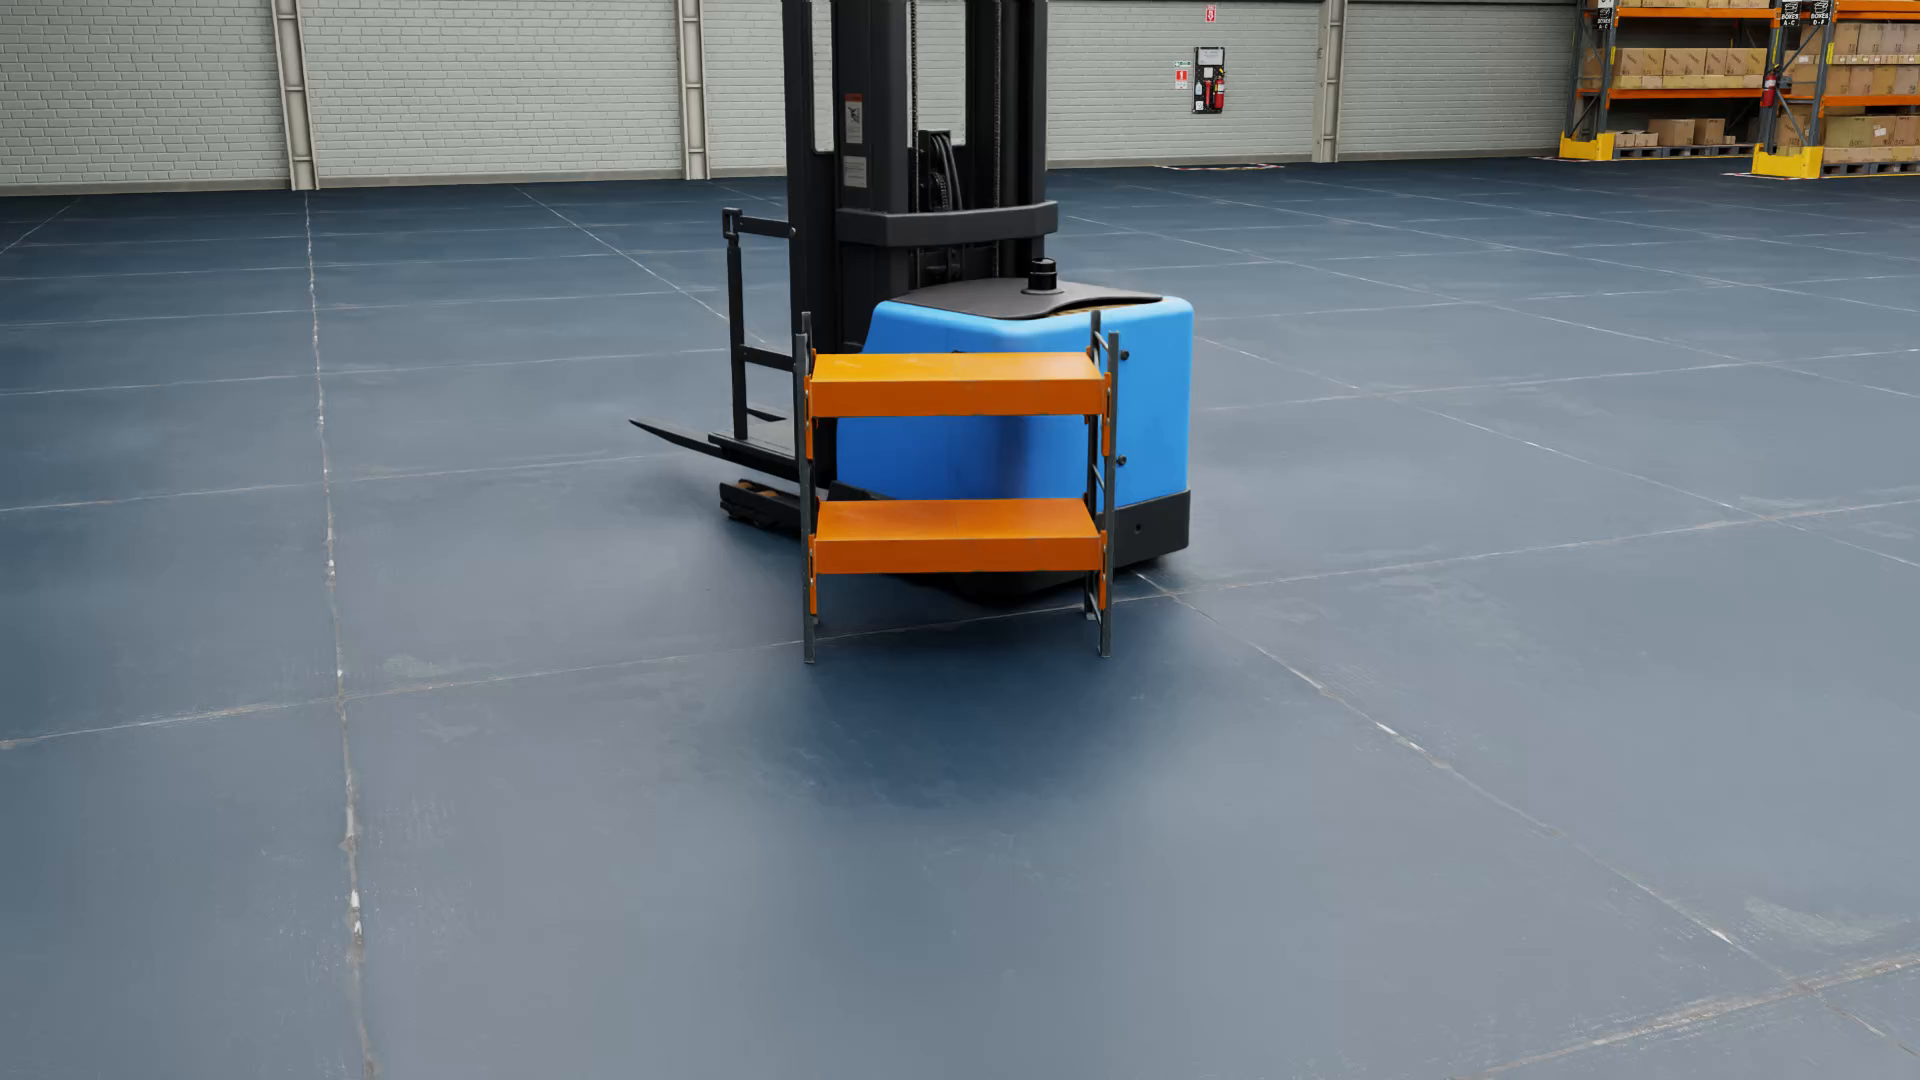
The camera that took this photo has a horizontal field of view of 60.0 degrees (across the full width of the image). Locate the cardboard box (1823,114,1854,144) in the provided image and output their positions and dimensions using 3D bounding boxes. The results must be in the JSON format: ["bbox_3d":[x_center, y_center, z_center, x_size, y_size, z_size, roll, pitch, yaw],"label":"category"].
[{"bbox_3d":[15.237,-7.062,28.626,0.500,0.500,0.500,-6,17,-20],"label":"cardboard box"}]

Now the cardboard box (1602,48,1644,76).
[{"bbox_3d":[12.691,-9.152,31.840,0.500,0.500,0.500,-6,17,-20],"label":"cardboard box"}]

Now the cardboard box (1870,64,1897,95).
[{"bbox_3d":[15.309,-7.777,28.080,0.500,0.500,0.700,-6,17,-20],"label":"cardboard box"}]

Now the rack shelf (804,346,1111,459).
[{"bbox_3d":[-0.018,-0.477,5.686,1.000,0.278,0.538,-1,16,-3],"label":"rack shelf"}]

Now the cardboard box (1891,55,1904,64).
[{"bbox_3d":[15.559,-8.055,27.876,0.250,0.149,0.380,-6,18,-21],"label":"cardboard box"}]

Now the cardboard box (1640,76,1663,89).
[{"bbox_3d":[13.187,-8.845,32.125,0.500,0.250,0.500,-7,18,-22],"label":"cardboard box"}]

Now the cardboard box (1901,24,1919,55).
[{"bbox_3d":[15.831,-8.458,28.097,0.500,0.500,0.700,-6,17,-20],"label":"cardboard box"}]

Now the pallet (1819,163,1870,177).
[{"bbox_3d":[14.613,-6.333,28.289,1.213,0.211,1.003,-6,17,-20],"label":"pallet"}]

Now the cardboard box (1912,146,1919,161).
[{"bbox_3d":[16.362,-6.662,28.595,0.500,0.250,0.500,-6,17,-20],"label":"cardboard box"}]

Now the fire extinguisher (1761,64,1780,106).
[{"bbox_3d":[13.637,-7.656,27.982,0.183,0.674,0.296,-6,17,-20],"label":"fire extinguisher"}]

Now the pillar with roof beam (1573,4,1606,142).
[{"bbox_3d":[14.022,-10.930,28.346,0.400,9.000,9.100,-6,17,-20],"label":"pillar with roof beam"}]

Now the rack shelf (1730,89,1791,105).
[{"bbox_3d":[17.740,-9.145,34.194,4.000,0.370,1.077,-6,17,-20],"label":"rack shelf"}]

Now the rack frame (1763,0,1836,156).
[{"bbox_3d":[13.914,-7.583,27.596,0.127,3.000,1.000,-6,17,-20],"label":"rack frame"}]

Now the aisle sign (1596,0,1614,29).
[{"bbox_3d":[12.178,-10.047,31.373,0.004,0.787,0.394,-6,17,-20],"label":"aisle sign"}]

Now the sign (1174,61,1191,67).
[{"bbox_3d":[4.012,-8.581,29.990,0.331,0.109,0.001,-6,17,-20],"label":"sign"}]

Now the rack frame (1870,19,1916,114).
[{"bbox_3d":[19.608,-9.692,34.779,0.127,3.000,1.000,-6,17,-20],"label":"rack frame"}]

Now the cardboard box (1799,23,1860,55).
[{"bbox_3d":[14.404,-8.302,27.566,0.500,0.500,0.700,-6,17,-20],"label":"cardboard box"}]

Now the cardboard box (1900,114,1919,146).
[{"bbox_3d":[16.357,-7.025,28.500,0.500,0.500,0.500,-6,17,-20],"label":"cardboard box"}]

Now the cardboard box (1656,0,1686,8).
[{"bbox_3d":[13.537,-10.448,31.818,0.500,0.500,0.500,-5,17,-18],"label":"cardboard box"}]

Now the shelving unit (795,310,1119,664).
[{"bbox_3d":[-0.018,-0.196,5.768,1.048,1.125,0.538,-1,16,-3],"label":"shelving unit"}]

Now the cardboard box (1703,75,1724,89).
[{"bbox_3d":[14.607,-8.996,32.640,0.500,0.250,0.500,-6,17,-20],"label":"cardboard box"}]

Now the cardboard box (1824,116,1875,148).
[{"bbox_3d":[14.960,-6.871,27.977,0.500,0.500,0.500,-6,17,-20],"label":"cardboard box"}]

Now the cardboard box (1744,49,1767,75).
[{"bbox_3d":[15.542,-9.457,32.879,0.500,0.500,0.500,-6,17,-20],"label":"cardboard box"}]

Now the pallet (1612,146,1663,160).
[{"bbox_3d":[12.980,-7.628,32.699,1.213,0.211,1.003,-6,17,-20],"label":"pallet"}]

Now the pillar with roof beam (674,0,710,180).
[{"bbox_3d":[-2.786,-9.115,22.166,0.400,9.000,9.100,-6,17,-20],"label":"pillar with roof beam"}]

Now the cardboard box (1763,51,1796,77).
[{"bbox_3d":[16.360,-9.590,33.474,0.500,0.500,0.700,-6,17,-20],"label":"cardboard box"}]

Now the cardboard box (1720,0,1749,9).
[{"bbox_3d":[15.013,-10.622,32.410,0.500,0.500,0.500,-8,18,-25],"label":"cardboard box"}]

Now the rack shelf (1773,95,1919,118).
[{"bbox_3d":[15.781,-7.439,28.384,4.000,0.370,1.077,-6,17,-20],"label":"rack shelf"}]

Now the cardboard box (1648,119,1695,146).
[{"bbox_3d":[14.051,-8.062,32.883,0.500,0.500,0.700,-7,18,-24],"label":"cardboard box"}]

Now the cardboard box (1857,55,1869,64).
[{"bbox_3d":[14.836,-7.977,27.610,0.250,0.149,0.380,-6,17,-20],"label":"cardboard box"}]

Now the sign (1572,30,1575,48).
[{"bbox_3d":[11.958,-9.741,32.329,0.005,0.325,0.100,-6,17,-20],"label":"sign"}]

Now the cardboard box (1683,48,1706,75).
[{"bbox_3d":[14.119,-9.305,32.361,0.500,0.500,0.500,-6,17,-18],"label":"cardboard box"}]

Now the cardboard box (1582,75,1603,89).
[{"bbox_3d":[12.505,-8.921,32.385,0.500,0.250,0.500,-6,17,-19],"label":"cardboard box"}]

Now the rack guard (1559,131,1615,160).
[{"bbox_3d":[12.209,-7.694,32.411,0.348,0.500,1.175,-6,17,-20],"label":"rack guard"}]

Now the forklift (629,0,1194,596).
[{"bbox_3d":[-0.419,-1.541,7.143,1.130,2.935,3.031,-14,21,-39],"label":"forklift"}]

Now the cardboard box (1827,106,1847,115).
[{"bbox_3d":[17.921,-8.883,34.350,0.500,0.250,0.500,-6,17,-20],"label":"cardboard box"}]

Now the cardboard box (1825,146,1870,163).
[{"bbox_3d":[14.960,-6.512,28.084,0.500,0.250,0.500,-6,17,-20],"label":"cardboard box"}]

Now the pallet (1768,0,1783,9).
[{"bbox_3d":[16.487,-10.672,33.127,1.003,0.211,1.213,-6,17,-20],"label":"pallet"}]

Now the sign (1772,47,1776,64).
[{"bbox_3d":[16.074,-9.562,32.801,0.005,0.325,0.100,-6,17,-20],"label":"sign"}]

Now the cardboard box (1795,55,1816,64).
[{"bbox_3d":[14.202,-8.031,27.792,0.250,0.149,0.380,-6,18,-21],"label":"cardboard box"}]
